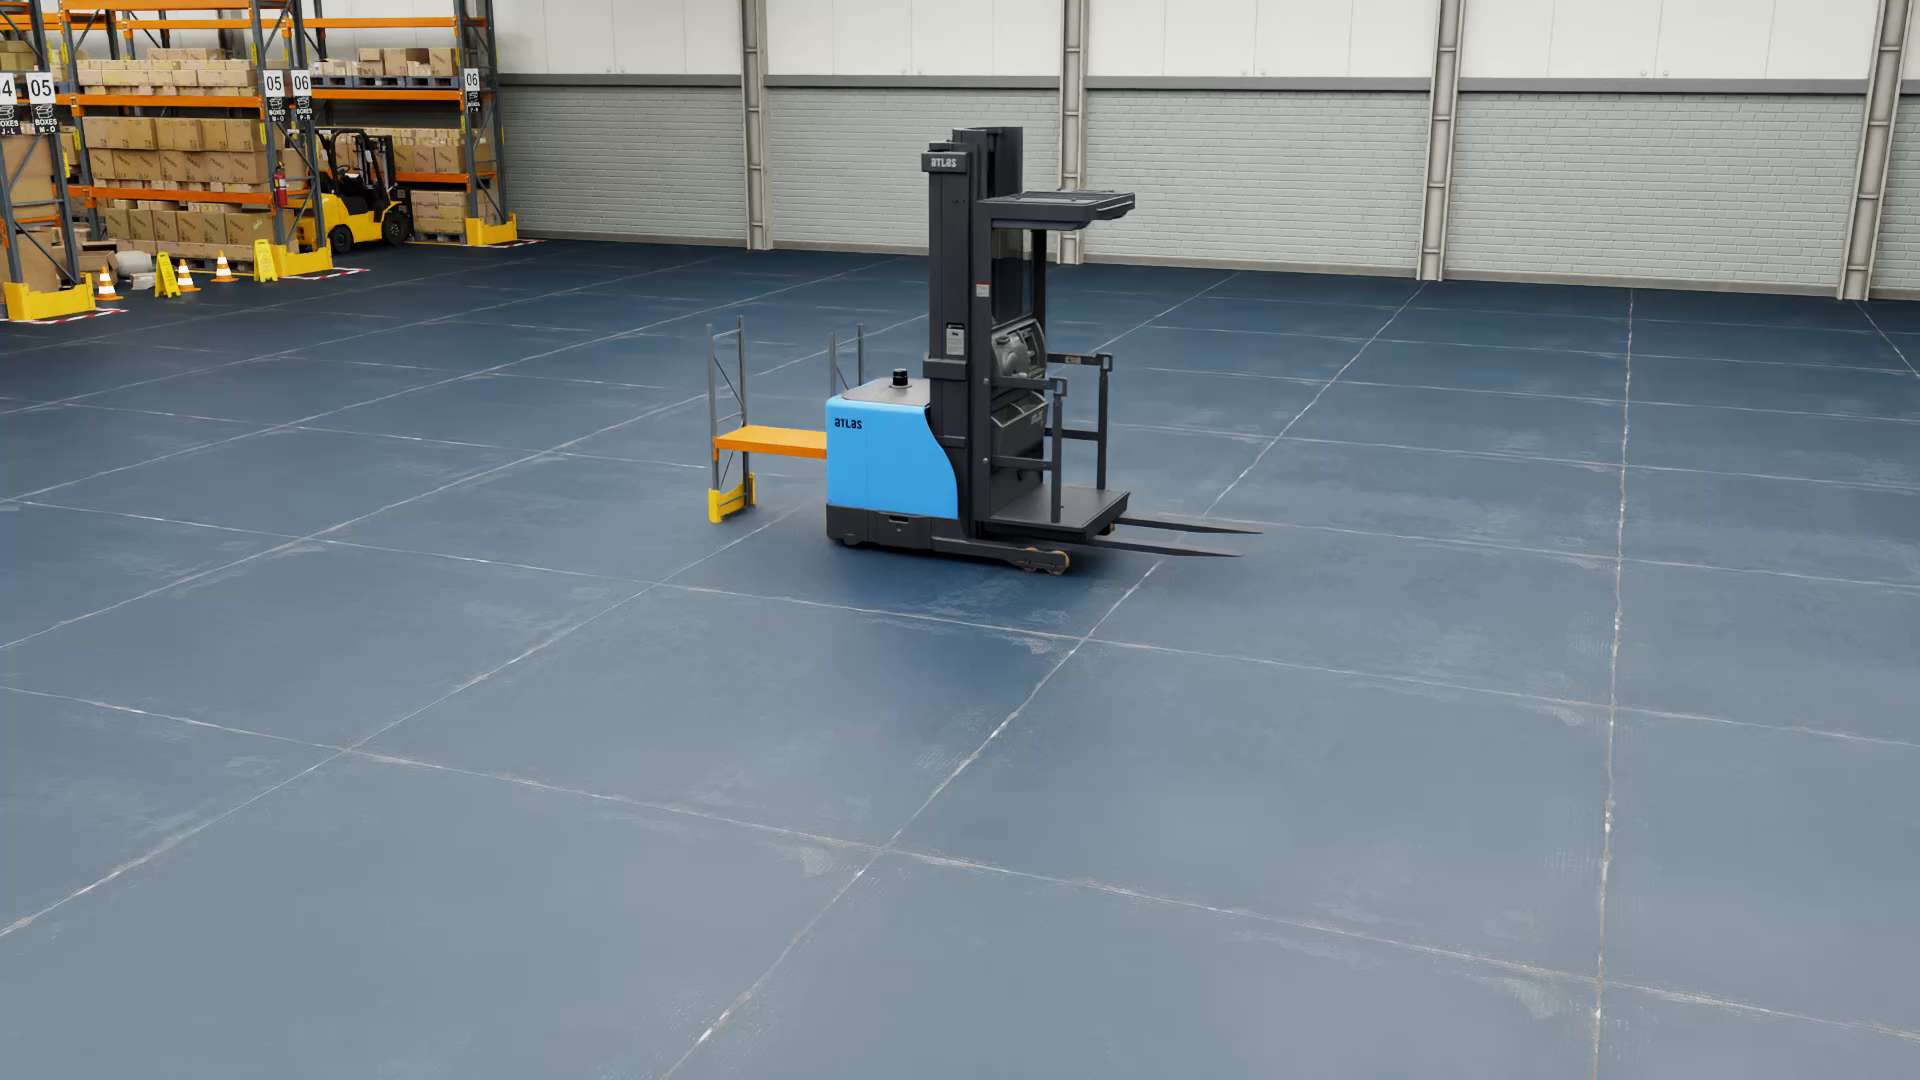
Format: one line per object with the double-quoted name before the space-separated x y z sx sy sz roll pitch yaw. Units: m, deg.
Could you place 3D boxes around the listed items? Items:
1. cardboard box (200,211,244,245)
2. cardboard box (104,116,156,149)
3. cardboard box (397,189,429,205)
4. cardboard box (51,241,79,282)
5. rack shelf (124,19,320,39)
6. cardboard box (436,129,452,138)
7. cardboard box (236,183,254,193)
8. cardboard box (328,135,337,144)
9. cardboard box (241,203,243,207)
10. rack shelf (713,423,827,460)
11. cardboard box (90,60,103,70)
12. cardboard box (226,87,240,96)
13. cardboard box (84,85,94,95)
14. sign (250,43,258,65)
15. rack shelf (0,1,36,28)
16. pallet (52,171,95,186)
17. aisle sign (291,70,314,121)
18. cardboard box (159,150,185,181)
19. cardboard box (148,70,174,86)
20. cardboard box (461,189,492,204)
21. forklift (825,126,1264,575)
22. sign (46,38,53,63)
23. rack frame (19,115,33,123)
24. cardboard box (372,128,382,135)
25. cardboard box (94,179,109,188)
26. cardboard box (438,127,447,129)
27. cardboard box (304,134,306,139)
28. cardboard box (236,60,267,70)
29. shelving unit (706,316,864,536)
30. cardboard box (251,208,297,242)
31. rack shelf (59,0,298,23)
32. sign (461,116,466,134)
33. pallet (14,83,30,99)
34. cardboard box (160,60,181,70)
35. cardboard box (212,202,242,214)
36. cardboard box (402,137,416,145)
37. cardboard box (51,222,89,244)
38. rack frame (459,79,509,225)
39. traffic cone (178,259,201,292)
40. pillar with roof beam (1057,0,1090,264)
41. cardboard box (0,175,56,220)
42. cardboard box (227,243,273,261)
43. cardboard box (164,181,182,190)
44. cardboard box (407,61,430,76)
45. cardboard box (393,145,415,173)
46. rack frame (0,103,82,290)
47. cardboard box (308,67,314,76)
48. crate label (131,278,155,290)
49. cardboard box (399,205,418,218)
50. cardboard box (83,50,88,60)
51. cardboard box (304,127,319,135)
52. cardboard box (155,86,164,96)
"cardboard box" -12.092 -5.147 27.358 0.500 0.500 0.500 7 18 23
"cardboard box" -13.688 -6.760 27.574 0.500 0.500 0.700 6 17 21
"cardboard box" -10.440 -6.554 31.756 0.500 0.250 0.500 7 17 21
"cardboard box" -14.200 -4.322 25.916 0.503 0.637 0.797 6 17 21
"rack shelf" -14.528 -10.084 32.777 4.000 0.370 1.077 6 17 21
"cardboard box" -9.598 -7.629 31.194 0.250 0.149 0.380 6 17 21
"cardboard box" -11.467 -5.699 26.873 0.250 0.149 0.380 6 17 20
"cardboard box" -11.973 -7.749 32.144 0.250 0.149 0.380 6 17 21
"cardboard box" -14.576 -6.806 33.742 0.625 0.625 0.875 6 17 18
"rack shelf" -1.294 -0.701 12.543 1.000 0.185 0.538 7 17 22
"cardboard box" -14.060 -7.815 27.354 0.250 0.149 0.380 7 18 22
"cardboard box" -11.442 -7.140 26.458 0.250 0.149 0.380 6 17 21
"cardboard box" -14.283 -7.472 27.601 0.250 0.149 0.380 6 17 20
"sign" -10.987 -7.563 25.877 0.005 0.325 0.100 6 17 21
"rack shelf" -14.347 -7.093 22.474 4.000 0.370 1.077 6 17 21
"pallet" -15.143 -6.272 28.743 1.213 0.211 1.003 6 17 21
"aisle sign" -10.593 -7.162 26.800 0.004 0.787 0.394 6 17 21
"cardboard box" -12.763 -6.175 27.352 0.500 0.500 0.500 6 17 21
"cardboard box" -12.762 -7.488 26.941 0.500 0.250 0.500 6 17 21
"cardboard box" -9.324 -6.587 31.867 0.500 0.250 0.500 6 17 20
"forklift" 0.596 -1.337 11.523 3.031 2.935 1.130 7 17 22
"sign" -12.277 -6.587 22.392 0.005 0.325 0.100 6 17 21
"rack frame" -20.110 -8.355 35.571 0.127 3.000 1.000 6 17 21
"cardboard box" -11.014 -7.797 31.774 0.250 0.149 0.380 6 17 21
"cardboard box" -14.310 -6.012 27.954 0.250 0.149 0.380 6 17 20
"cardboard box" -9.887 -7.807 31.810 0.250 0.149 0.380 6 17 21
"cardboard box" -12.916 -7.987 32.963 0.250 0.149 0.380 6 17 19
"cardboard box" -11.187 -7.500 26.268 0.250 0.149 0.380 6 17 21
"shelving unit" -1.303 -0.875 12.497 1.083 1.500 0.587 7 17 22
"cardboard box" -11.436 -5.237 27.667 0.500 0.500 0.500 6 17 19
"rack shelf" -12.625 -8.578 26.876 4.000 0.370 1.077 6 17 21
"sign" -9.159 -7.657 30.669 0.005 0.325 0.100 6 17 21
"pallet" -13.180 -6.016 22.296 1.213 0.211 1.003 6 17 21
"cardboard box" -12.626 -7.648 26.779 0.250 0.149 0.380 7 18 22
"cardboard box" -11.971 -5.427 27.156 0.250 0.149 0.380 7 18 22
"cardboard box" -10.332 -7.554 31.470 0.250 0.149 0.380 6 17 19
"cardboard box" -15.644 -5.314 29.057 0.625 0.372 0.950 7 18 24
"rack frame" -8.947 -7.127 31.343 0.127 3.000 1.000 6 17 21
"traffic cone" -11.729 -4.008 25.149 0.334 0.463 0.336 6 17 21
"pillar with roof beam" 0.320 -7.969 23.483 0.400 9.000 9.100 6 17 21
"cardboard box" -12.848 -4.643 22.519 0.550 0.550 0.875 6 17 21
"cardboard box" -11.637 -4.736 27.285 0.500 0.250 0.500 6 17 20
"cardboard box" -12.879 -5.861 27.431 0.250 0.149 0.380 6 17 20
"cardboard box" -10.065 -8.785 30.981 0.258 0.266 0.396 6 17 21
"cardboard box" -10.457 -7.265 31.639 0.500 0.500 0.500 6 17 20
"rack frame" -12.487 -4.545 22.449 0.127 3.000 1.000 6 17 21
"cardboard box" -12.362 -8.981 31.867 0.250 0.149 0.380 7 17 22
"crate label" -12.483 -3.916 25.416 0.298 0.136 0.250 -2 16 -8
"cardboard box" -10.465 -6.318 31.840 0.500 0.250 0.500 6 17 19
"cardboard box" -15.349 -8.271 28.522 0.500 0.250 0.500 6 17 19
"cardboard box" -12.480 -7.929 32.229 0.250 0.149 0.380 7 17 22
"cardboard box" -12.849 -7.315 27.060 0.250 0.149 0.380 6 17 21
